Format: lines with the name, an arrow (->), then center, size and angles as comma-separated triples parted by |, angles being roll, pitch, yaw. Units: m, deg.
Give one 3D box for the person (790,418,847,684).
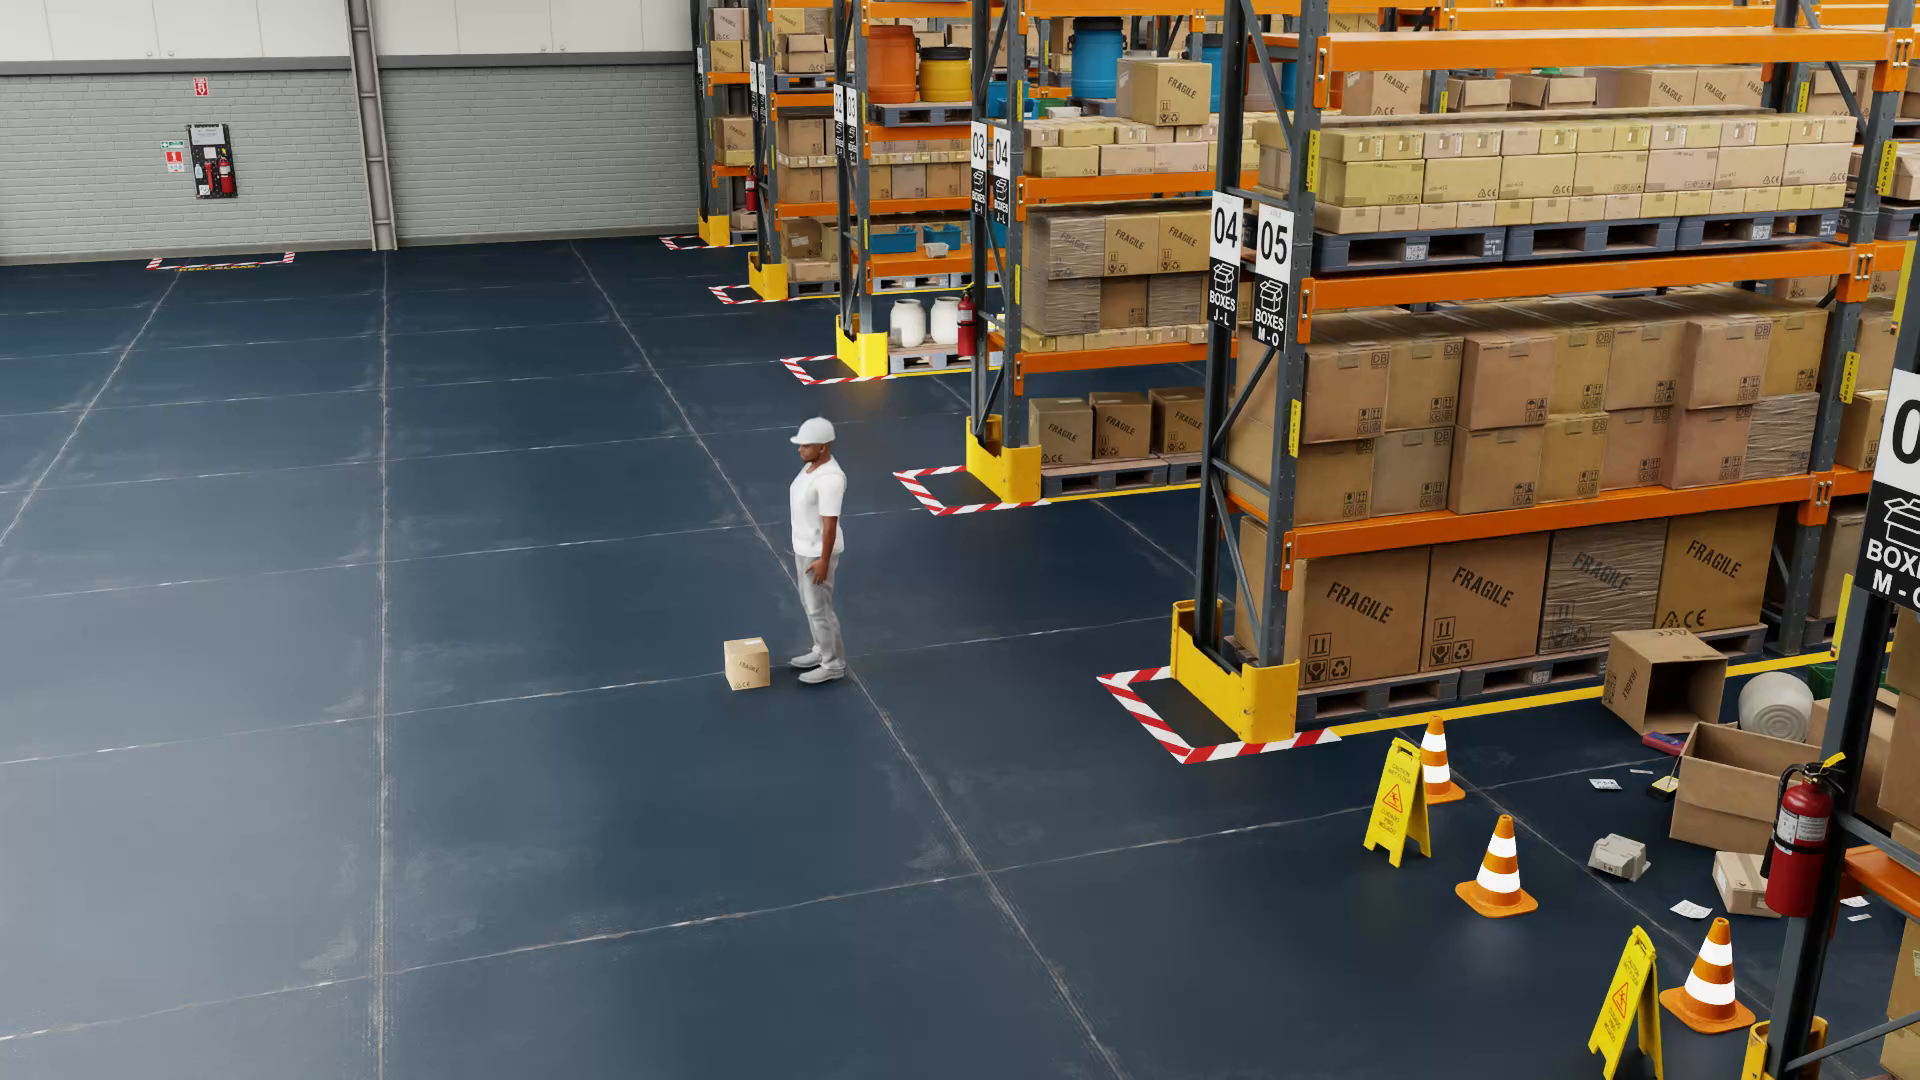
person -> -0.927, 0.061, 10.861 | 0.362, 1.760, 0.564 | -6, 20, -16
